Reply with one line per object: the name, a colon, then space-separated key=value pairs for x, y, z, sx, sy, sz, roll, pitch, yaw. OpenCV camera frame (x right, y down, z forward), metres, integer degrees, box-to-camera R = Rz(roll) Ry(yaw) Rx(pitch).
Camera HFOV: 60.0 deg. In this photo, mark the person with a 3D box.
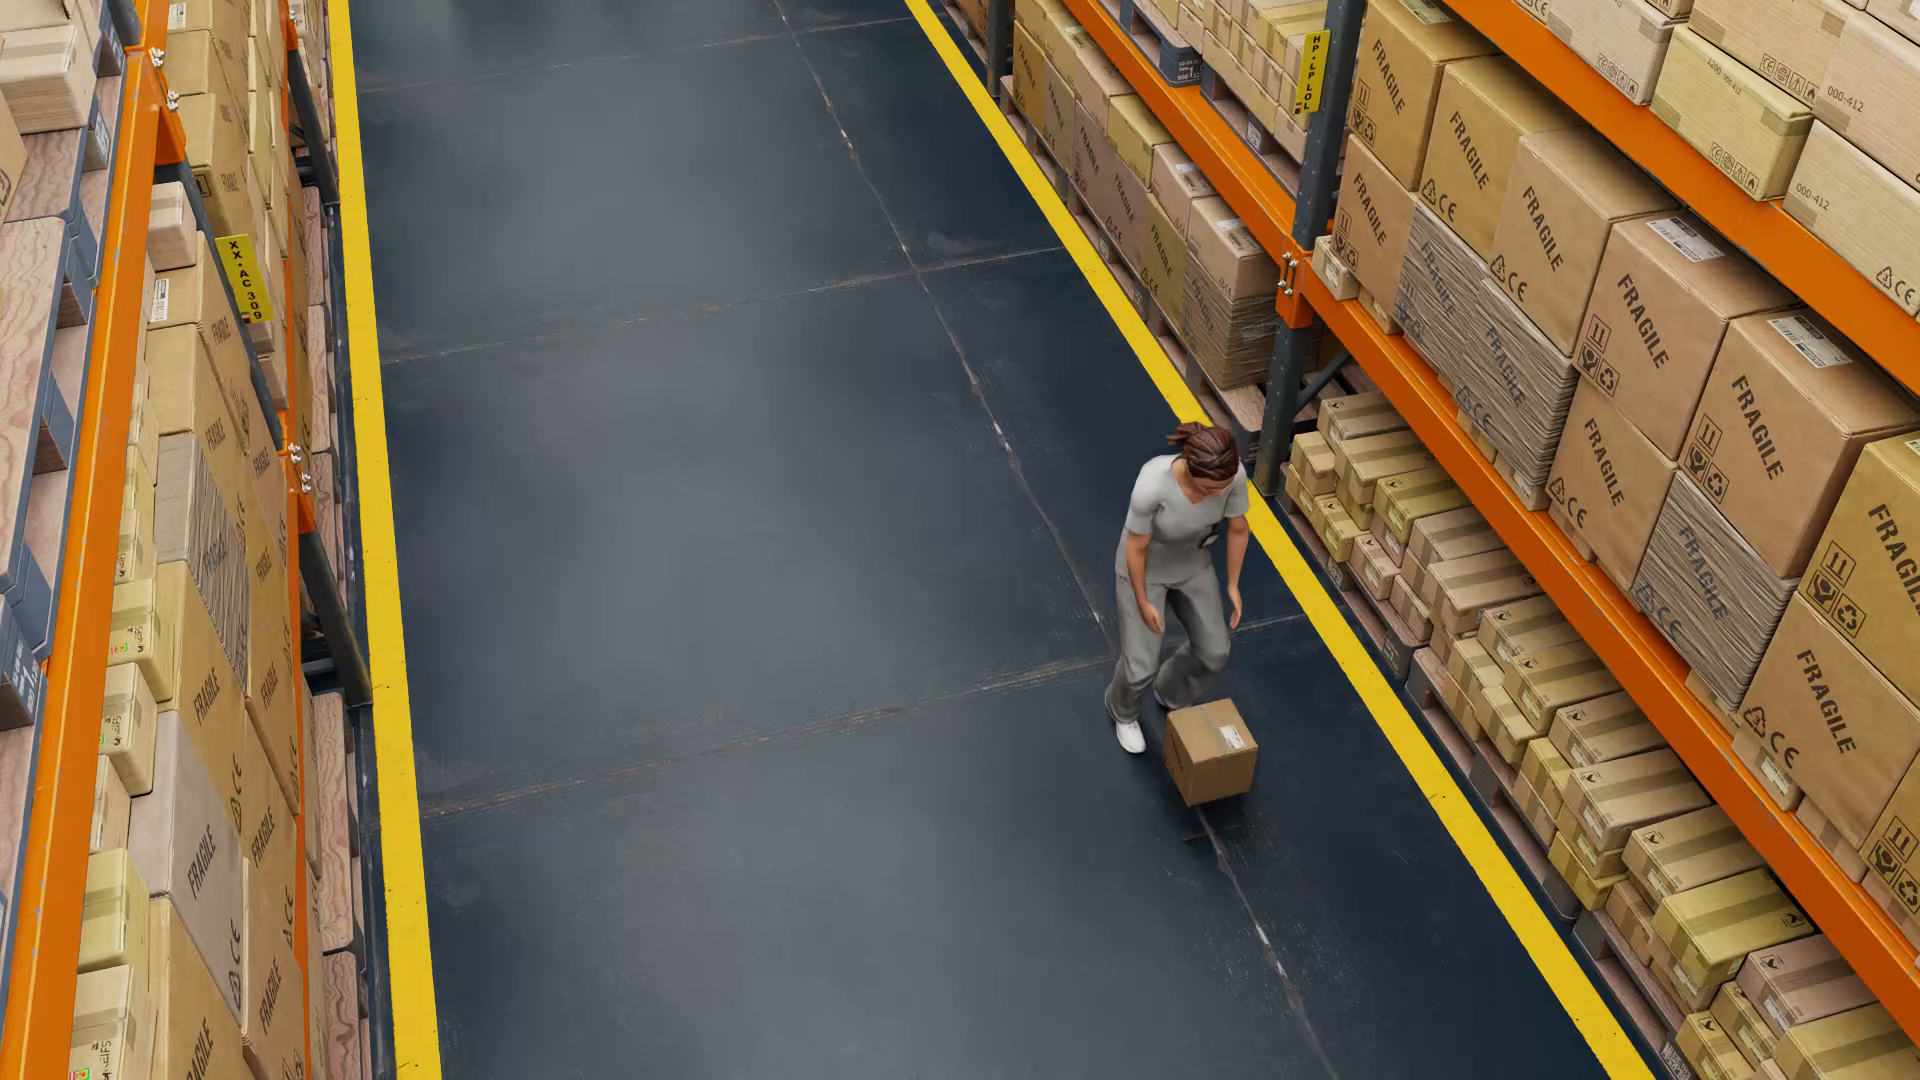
person: x=0.802 y=0.147 z=6.083 sx=0.475 sy=1.573 sz=0.467 roll=-11 pitch=44 yaw=-12
